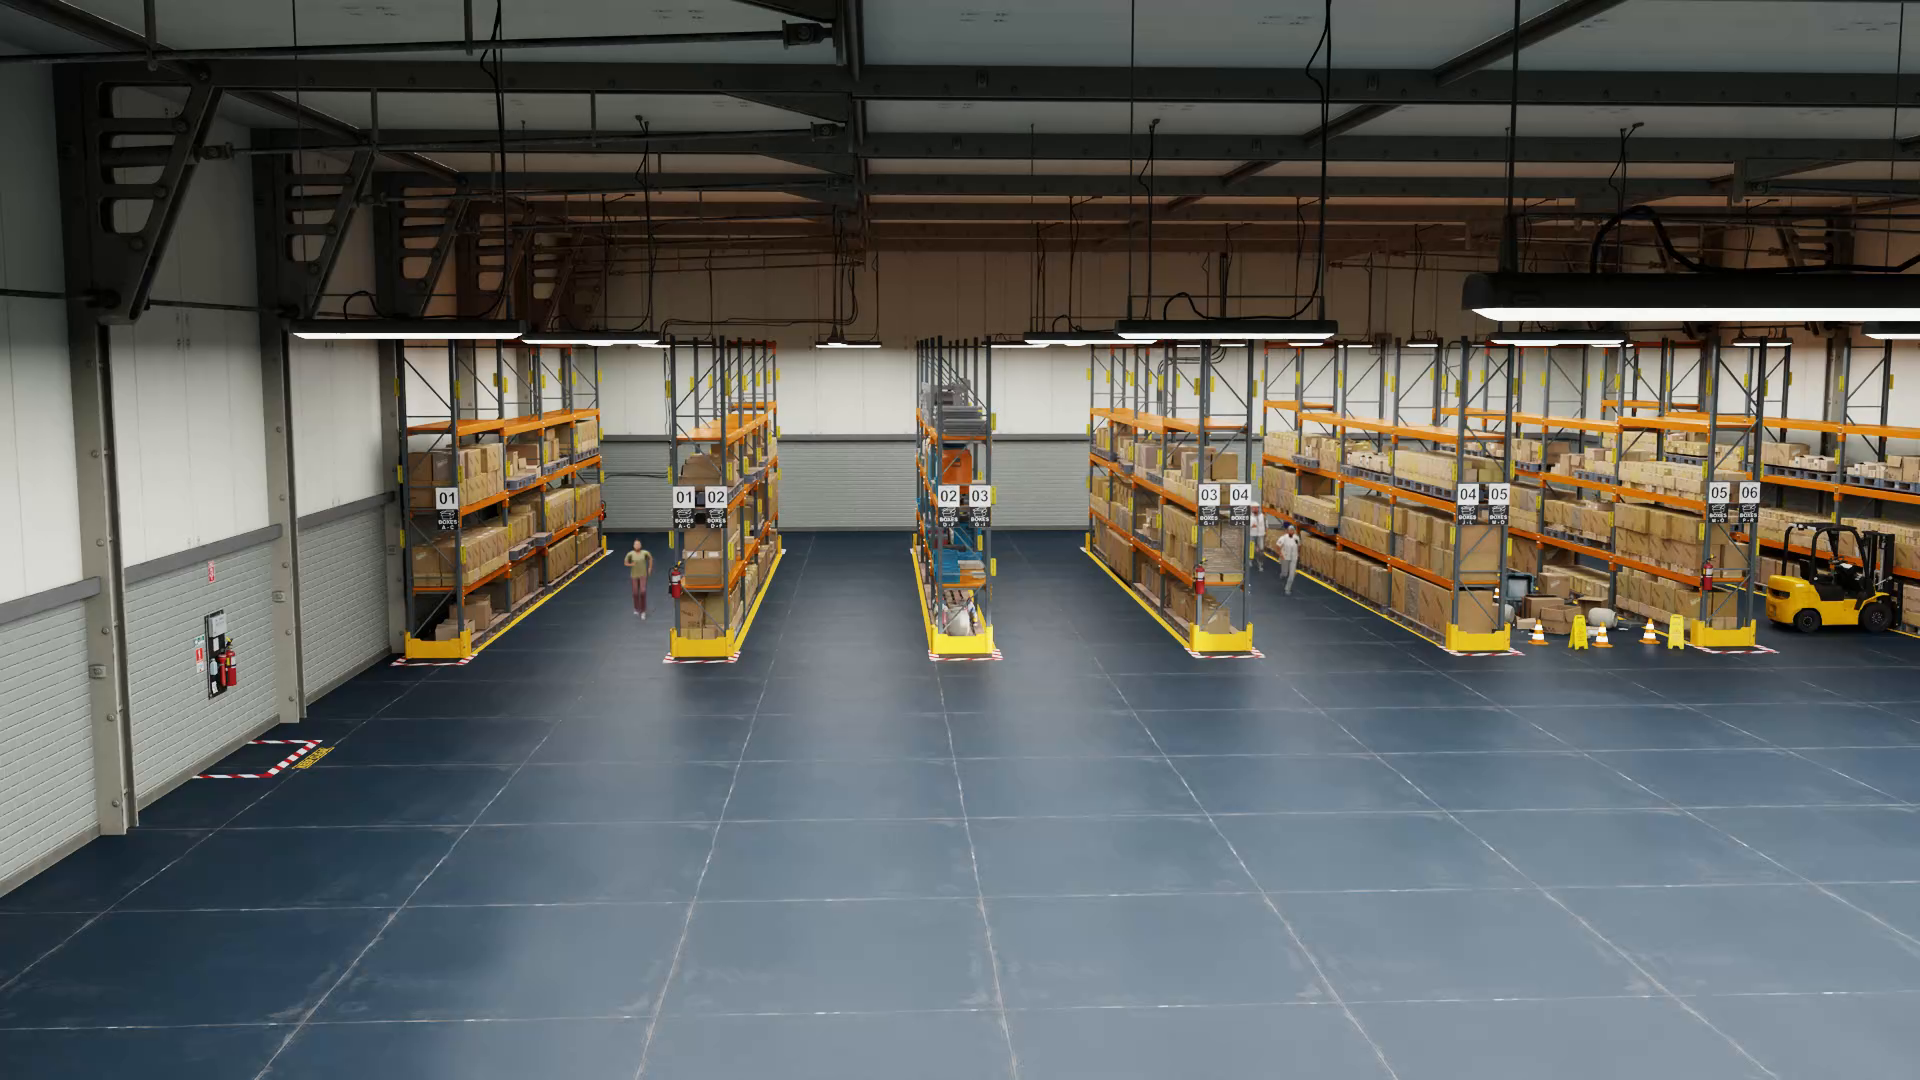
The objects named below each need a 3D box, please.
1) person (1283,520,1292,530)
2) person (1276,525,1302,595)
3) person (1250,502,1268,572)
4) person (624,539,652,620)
[{"bbox_3d":[9.700,-0.620,48.931,0.710,1.634,0.641,5,8,35],"label":"person"},{"bbox_3d":[7.792,0.457,39.415,0.626,1.638,0.622,-1,7,-5],"label":"person"},{"bbox_3d":[7.774,-0.098,43.591,0.658,1.794,0.884,0,6,1],"label":"person"},{"bbox_3d":[-6.926,0.829,35.772,0.591,1.730,0.758,-1,7,-9],"label":"person"}]
